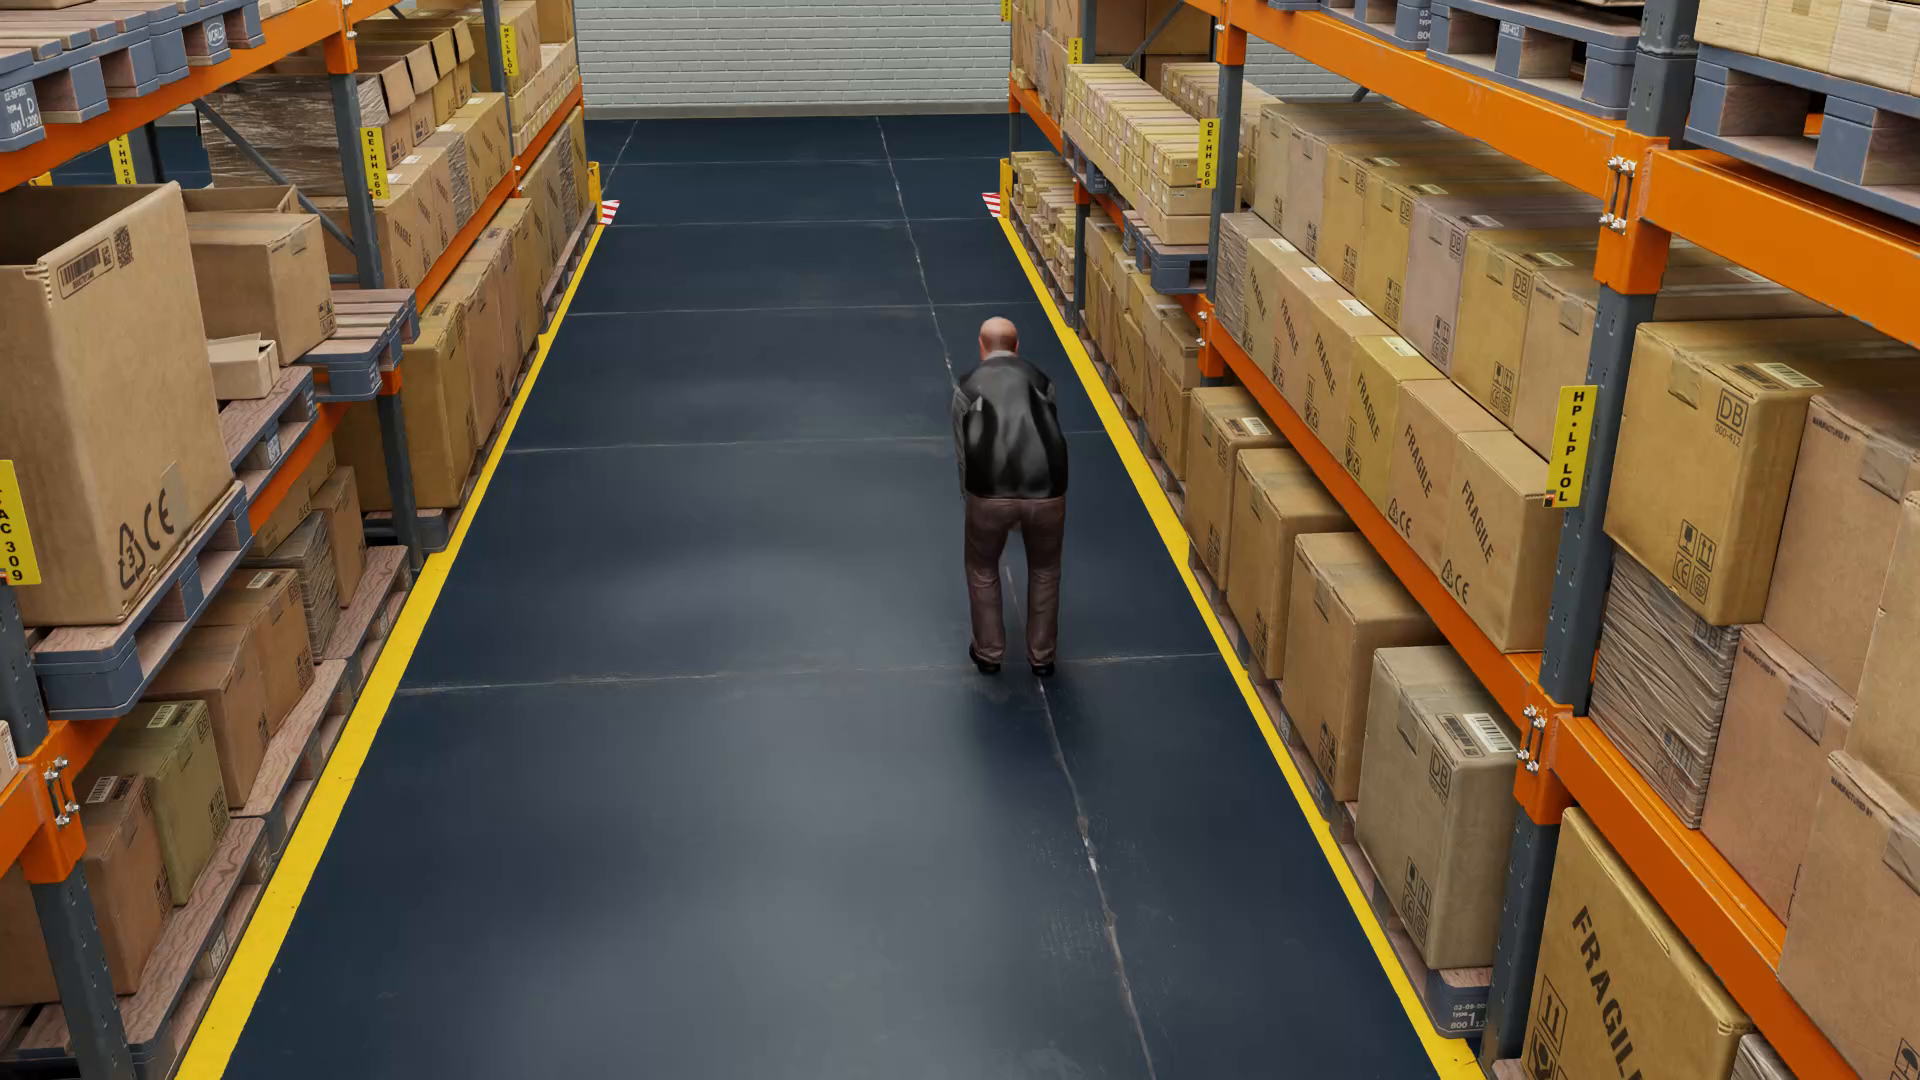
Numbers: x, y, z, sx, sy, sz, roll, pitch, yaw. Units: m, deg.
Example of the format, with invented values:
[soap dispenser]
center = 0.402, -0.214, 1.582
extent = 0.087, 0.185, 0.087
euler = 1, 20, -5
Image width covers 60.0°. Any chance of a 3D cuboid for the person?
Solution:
[person]
center = 0.206, -0.180, 7.344
extent = 0.466, 1.487, 0.799
euler = -3, 24, -6
